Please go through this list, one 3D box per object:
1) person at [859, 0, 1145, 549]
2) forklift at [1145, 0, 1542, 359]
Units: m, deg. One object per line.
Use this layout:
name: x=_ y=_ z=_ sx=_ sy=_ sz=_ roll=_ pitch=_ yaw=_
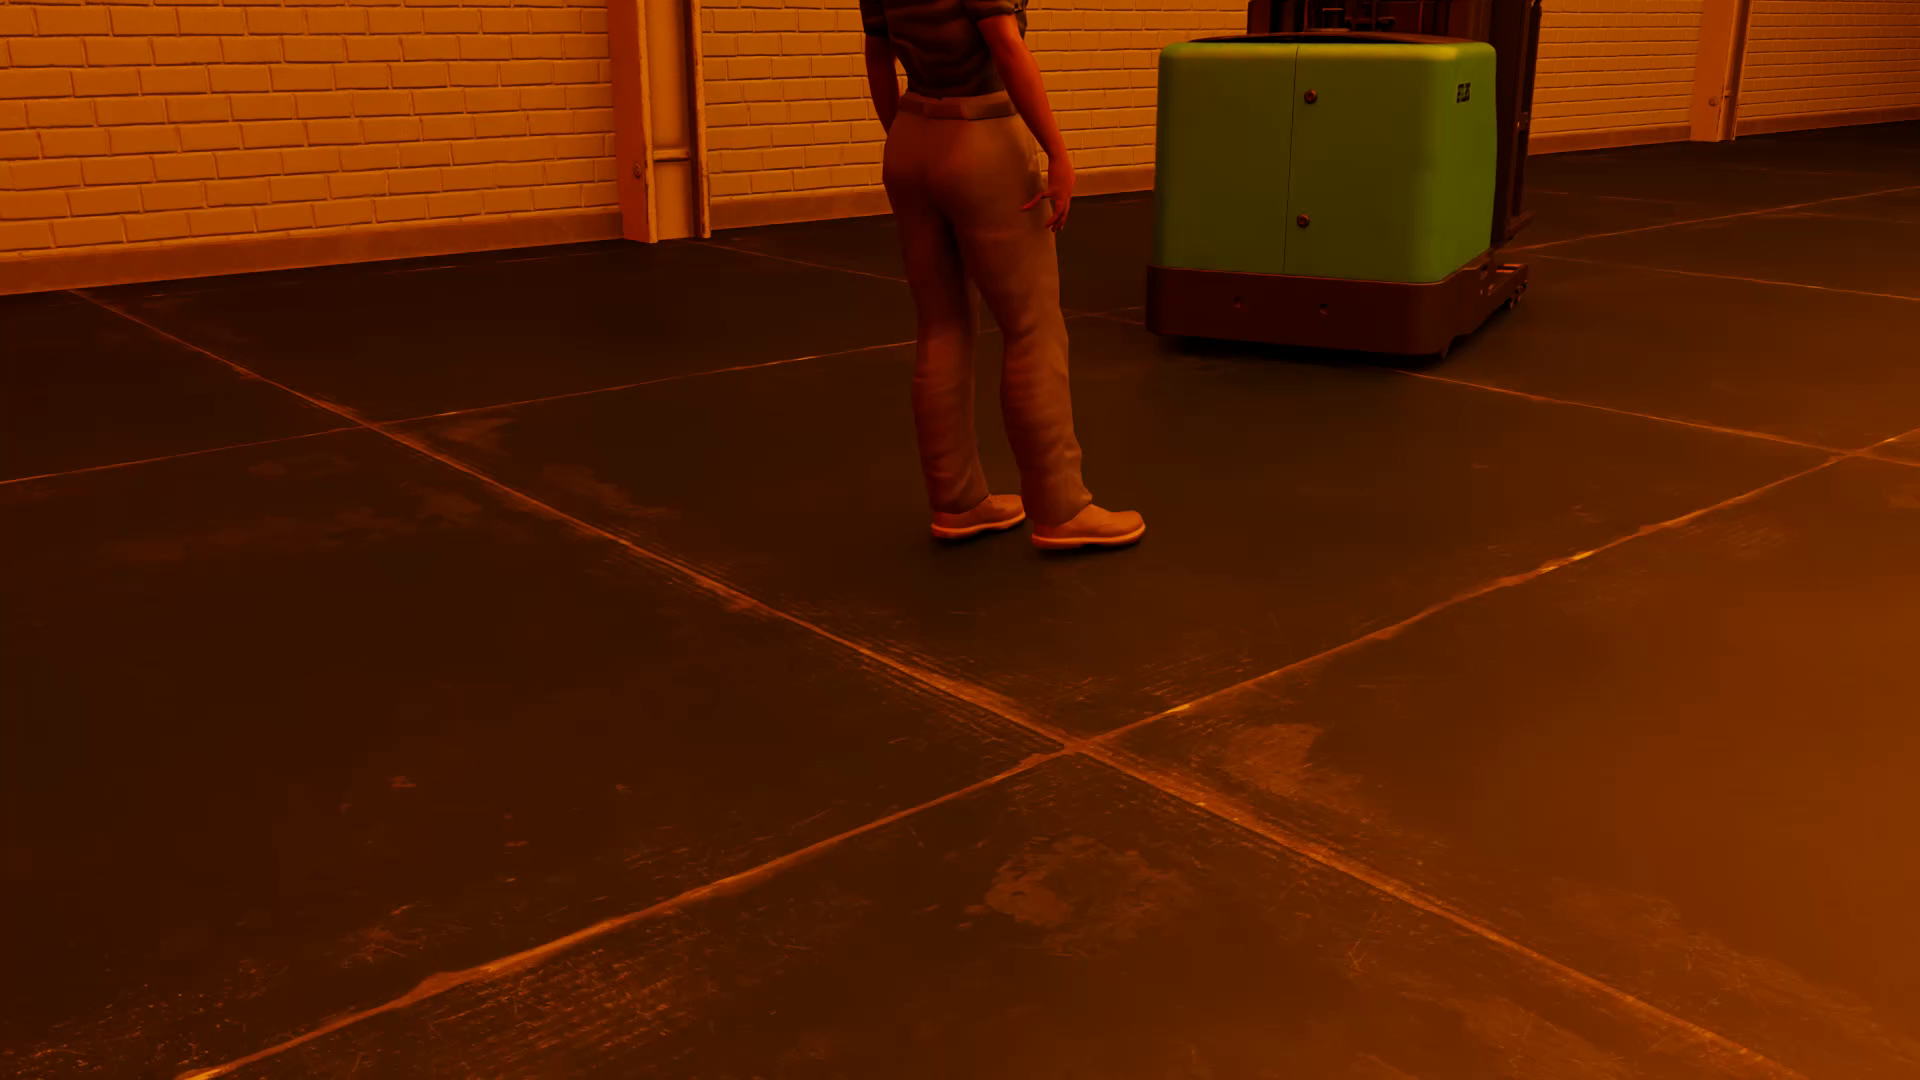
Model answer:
person: x=0.079 y=-0.809 z=3.640 sx=0.503 sy=1.656 sz=0.570 roll=-14 pitch=22 yaw=-38
forklift: x=1.782 y=-2.415 z=6.658 sx=1.130 sy=2.935 sz=3.031 roll=8 pitch=19 yaw=25
